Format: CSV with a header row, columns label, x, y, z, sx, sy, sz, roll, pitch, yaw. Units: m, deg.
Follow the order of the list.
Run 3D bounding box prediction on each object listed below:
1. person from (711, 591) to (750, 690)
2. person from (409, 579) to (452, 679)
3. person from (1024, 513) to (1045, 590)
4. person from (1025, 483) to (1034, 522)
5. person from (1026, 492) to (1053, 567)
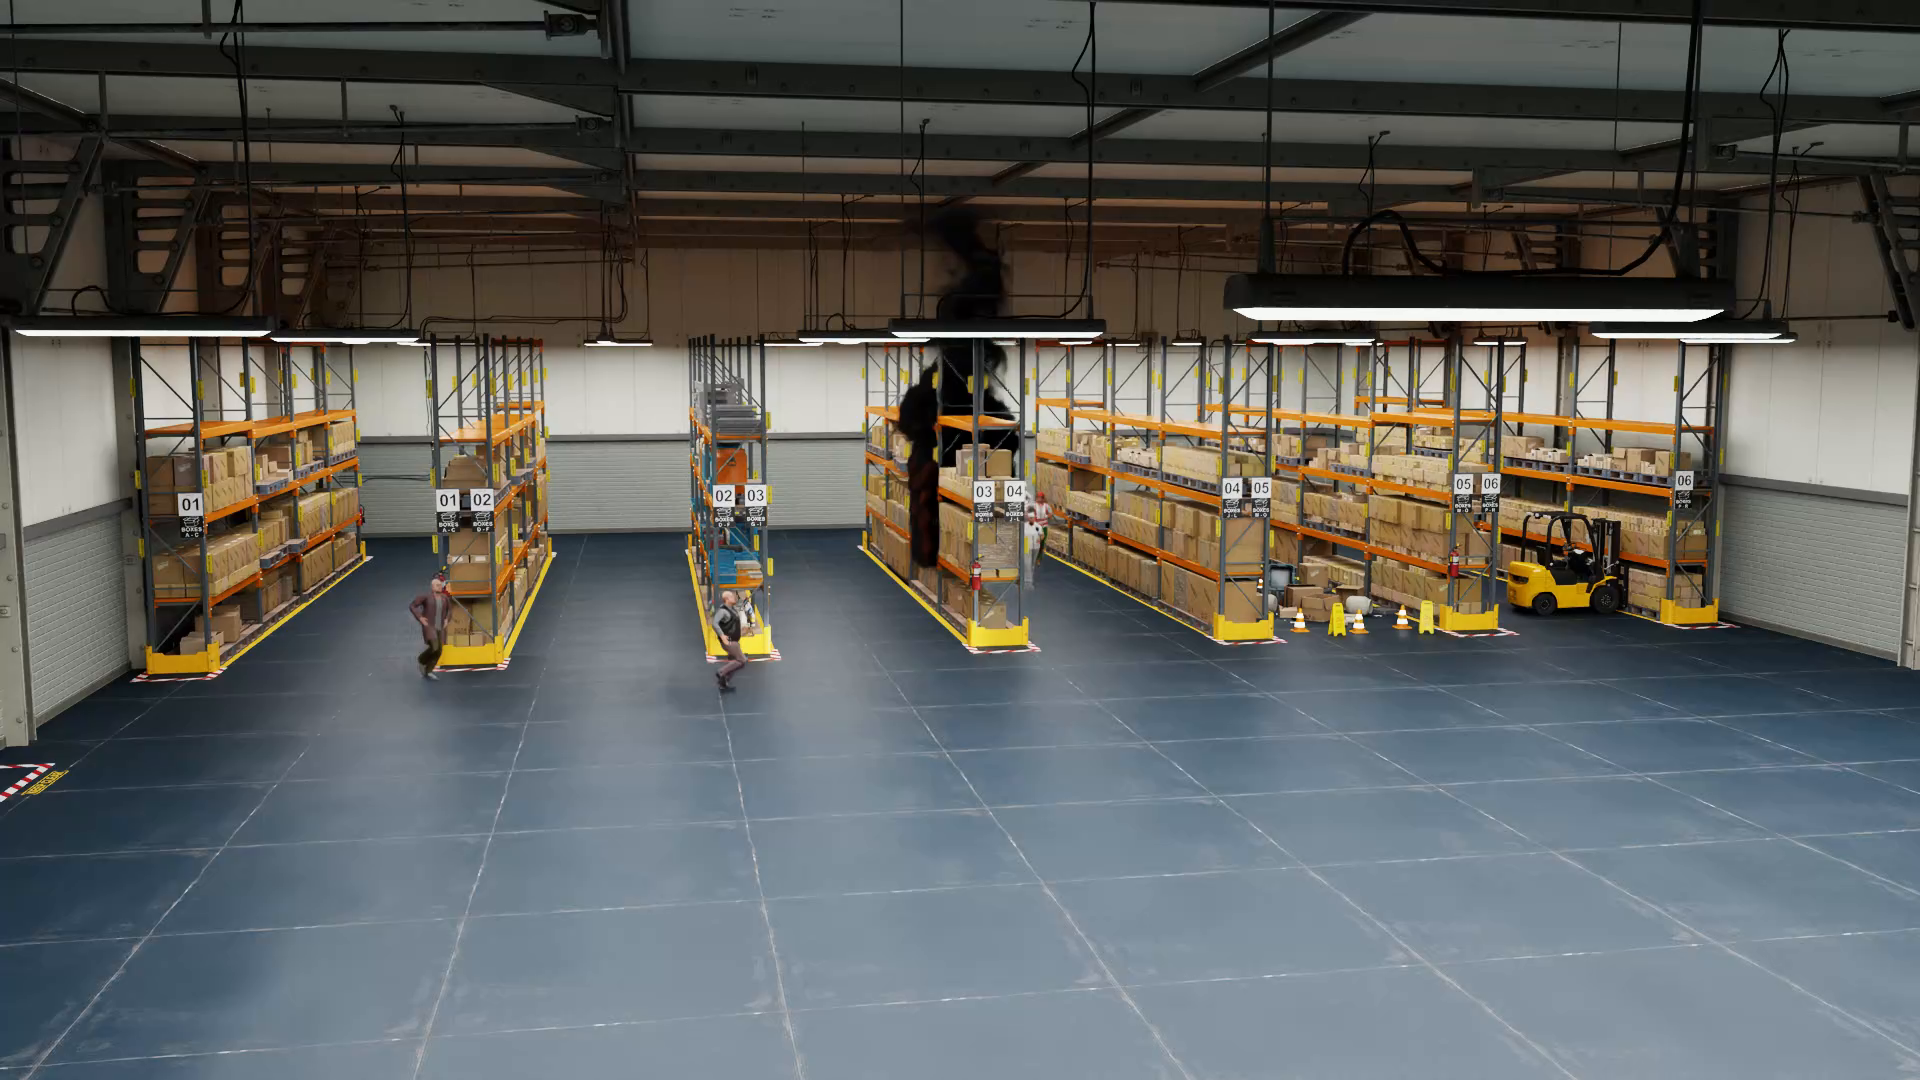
label,x,y,z,sx,sy,sz,roll,pitch,yaw
person,-3.810,1.697,27.883,0.575,1.678,0.649,1,7,8
person,-9.168,1.553,29.019,0.568,1.743,0.728,5,8,39
person,1.644,0.238,38.256,0.597,1.728,0.747,-2,7,-15
person,1.897,-0.837,49.549,0.921,1.797,0.714,-3,7,-25
person,2.049,-0.283,42.578,0.647,1.890,0.751,-1,7,-12
